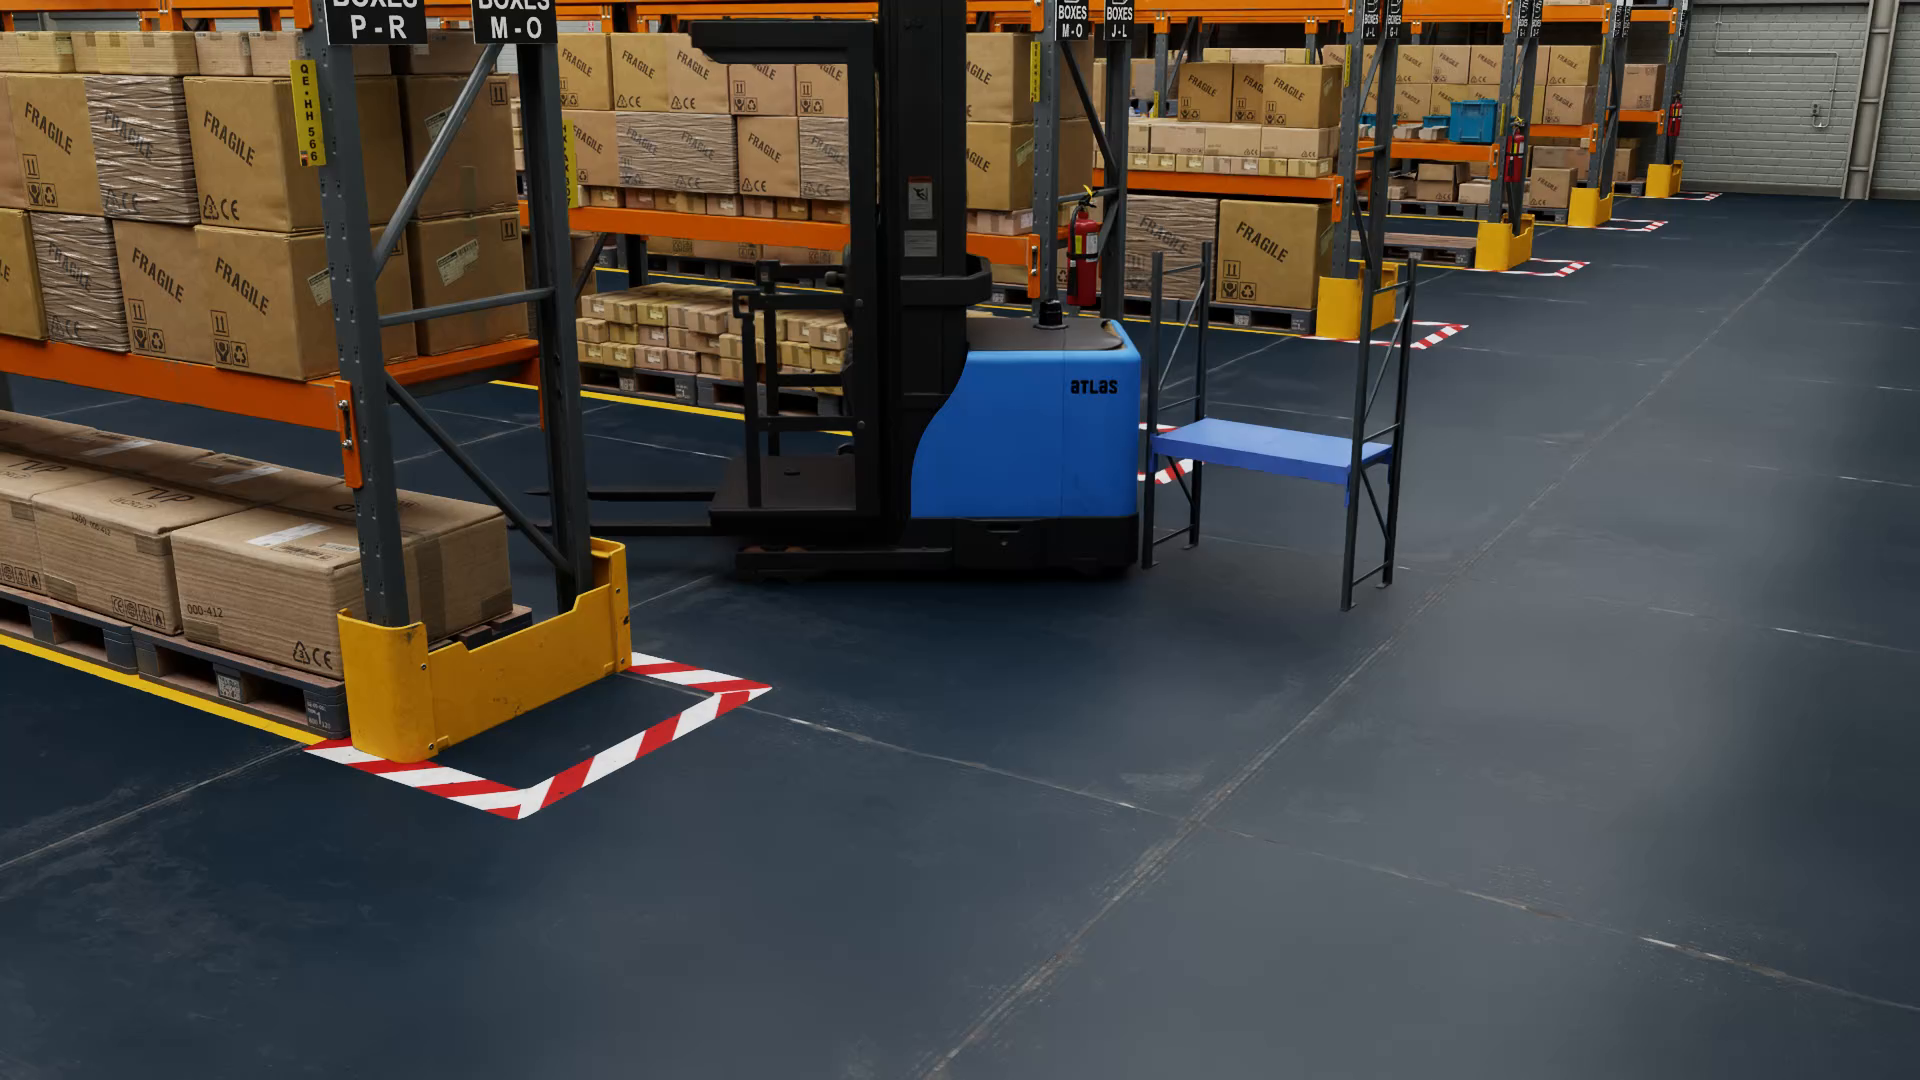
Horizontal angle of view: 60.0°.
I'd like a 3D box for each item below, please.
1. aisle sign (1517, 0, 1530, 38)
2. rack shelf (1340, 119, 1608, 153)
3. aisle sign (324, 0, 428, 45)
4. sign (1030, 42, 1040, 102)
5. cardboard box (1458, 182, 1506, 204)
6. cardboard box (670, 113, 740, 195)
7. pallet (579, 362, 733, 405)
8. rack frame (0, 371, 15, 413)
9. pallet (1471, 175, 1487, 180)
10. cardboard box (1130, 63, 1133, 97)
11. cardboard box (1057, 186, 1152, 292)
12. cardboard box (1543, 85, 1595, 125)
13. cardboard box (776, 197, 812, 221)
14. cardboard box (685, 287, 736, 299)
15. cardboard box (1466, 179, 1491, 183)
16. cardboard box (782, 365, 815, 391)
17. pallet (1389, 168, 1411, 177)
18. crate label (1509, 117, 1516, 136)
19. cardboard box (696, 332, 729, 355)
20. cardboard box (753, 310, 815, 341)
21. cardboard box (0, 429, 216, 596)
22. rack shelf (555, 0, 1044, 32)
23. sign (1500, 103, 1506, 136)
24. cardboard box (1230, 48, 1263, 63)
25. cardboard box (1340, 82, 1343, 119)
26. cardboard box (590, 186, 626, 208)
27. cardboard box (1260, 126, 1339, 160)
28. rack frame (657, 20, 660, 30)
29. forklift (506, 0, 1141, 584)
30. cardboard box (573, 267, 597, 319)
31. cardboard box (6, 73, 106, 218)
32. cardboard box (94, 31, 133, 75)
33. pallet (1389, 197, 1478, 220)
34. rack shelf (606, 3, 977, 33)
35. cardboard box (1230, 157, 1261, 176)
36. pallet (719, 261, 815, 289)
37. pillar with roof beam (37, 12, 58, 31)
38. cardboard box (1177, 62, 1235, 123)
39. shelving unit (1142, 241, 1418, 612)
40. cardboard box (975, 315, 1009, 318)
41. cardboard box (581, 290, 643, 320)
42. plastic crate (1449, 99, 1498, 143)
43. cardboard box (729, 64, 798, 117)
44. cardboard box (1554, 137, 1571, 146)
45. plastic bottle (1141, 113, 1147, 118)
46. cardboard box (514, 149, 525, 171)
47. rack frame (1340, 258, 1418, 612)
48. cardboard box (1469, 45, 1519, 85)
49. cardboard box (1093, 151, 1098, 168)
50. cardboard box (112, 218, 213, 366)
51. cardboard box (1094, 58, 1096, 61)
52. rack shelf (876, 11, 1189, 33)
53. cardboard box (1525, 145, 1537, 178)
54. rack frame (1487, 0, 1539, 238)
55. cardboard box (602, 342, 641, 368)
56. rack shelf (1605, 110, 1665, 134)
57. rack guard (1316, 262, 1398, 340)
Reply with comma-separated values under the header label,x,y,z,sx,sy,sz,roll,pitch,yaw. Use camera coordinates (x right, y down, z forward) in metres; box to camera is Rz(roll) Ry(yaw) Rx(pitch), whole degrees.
label,x,y,z,sx,sy,sz,roll,pitch,yaw
aisle sign,5.914,-5.662,17.387,0.004,0.787,0.394,10,20,30
rack shelf,6.897,-5.688,23.183,4.000,0.370,1.077,10,20,30
aisle sign,-1.874,-1.977,5.255,0.004,0.787,0.394,10,20,30
sign,0.424,-2.633,9.351,0.005,0.325,0.100,10,20,30
cardboard box,7.215,-4.796,22.984,0.500,0.250,0.500,10,20,30
cardboard box,-1.551,-2.564,10.976,0.500,0.500,0.500,10,19,29
pallet,-2.086,-1.243,12.109,1.213,0.211,1.003,10,20,30
rack frame,-5.181,-1.429,7.924,0.127,3.000,1.000,10,20,30
pallet,8.389,-6.094,28.081,1.213,0.211,1.003,10,20,30
cardboard box,2.380,-7.125,25.783,0.500,0.500,0.700,4,17,12
cardboard box,1.293,-2.810,15.406,0.875,0.875,0.875,10,20,30
cardboard box,8.077,-5.776,22.064,0.500,0.500,0.500,11,20,32
cardboard box,-0.980,-2.175,10.814,0.250,0.149,0.380,11,20,31
cardboard box,-1.783,-1.737,12.097,0.250,0.149,0.380,10,20,30
cardboard box,7.434,-4.928,23.416,0.500,0.250,0.500,10,20,30
cardboard box,-0.968,-1.107,11.046,0.250,0.149,0.380,11,20,31
pallet,7.085,-6.328,28.850,1.213,0.211,1.003,10,20,30
crate label,5.968,-4.569,18.447,0.303,0.233,0.416,10,20,30
cardboard box,-1.596,-1.381,11.438,0.250,0.149,0.380,11,20,33
cardboard box,-1.173,-1.444,11.133,0.250,0.149,0.380,10,20,30
cardboard box,-3.939,-0.146,7.386,0.875,0.438,0.875,9,19,28
rack shelf,-0.973,-3.457,10.678,4.000,0.370,1.077,10,20,30
sign,5.732,-4.441,17.559,0.005,0.325,0.100,10,20,30
cardboard box,5.084,-8.516,29.248,0.500,0.250,0.500,10,19,29
cardboard box,5.484,-6.239,23.588,0.500,0.500,0.500,11,20,31
cardboard box,-2.348,-2.405,11.570,0.250,0.149,0.380,11,20,32
cardboard box,2.862,-3.353,14.006,0.500,0.250,0.500,10,19,29
rack frame,-5.033,-8.161,30.088,0.127,3.000,1.000,10,20,30
forklift,-0.687,-1.356,7.801,3.031,2.935,1.130,0,17,-1
cardboard box,-3.168,-1.853,12.899,0.500,0.500,0.500,11,20,32
cardboard box,-3.189,-1.509,6.297,0.500,0.500,0.500,10,20,30
cardboard box,-2.869,-1.762,6.011,0.250,0.149,0.380,11,20,31
pallet,6.821,-4.712,23.530,1.213,0.211,1.003,10,20,30
rack shelf,-1.699,-5.279,16.674,4.000,0.370,1.077,10,20,30
cardboard box,2.501,-3.205,14.204,0.250,0.149,0.380,10,20,30
pallet,-1.736,-2.833,17.345,1.213,0.211,1.003,10,20,30
pillar with roof beam,-29.211,-15.864,45.124,0.400,9.000,9.100,10,20,30
cardboard box,2.275,-3.997,14.836,0.500,0.500,0.500,10,19,29
shelving unit,1.437,-0.550,7.612,1.048,1.500,0.538,12,21,35
cardboard box,0.165,-1.359,10.854,0.250,0.149,0.380,11,20,31
cardboard box,-2.492,-1.688,11.936,0.250,0.149,0.380,11,20,32
plastic crate,5.623,-4.552,18.041,0.499,0.435,0.616,10,20,30
cardboard box,-1.120,-2.972,10.600,0.500,0.500,0.500,9,19,28
cardboard box,9.891,-6.536,27.200,0.250,0.149,0.380,10,20,31
plastic bottle,2.286,-5.210,20.713,0.097,0.201,0.097,0,17,0
cardboard box,-3.119,-2.762,12.024,0.250,0.149,0.380,10,19,29
rack frame,1.844,-0.461,7.320,0.032,1.500,0.500,12,21,35
cardboard box,7.203,-6.408,22.423,0.500,0.500,0.500,11,20,32
cardboard box,1.188,-3.439,14.973,0.250,0.149,0.380,10,20,31
cardboard box,-2.742,-0.956,6.196,0.500,0.500,0.500,10,19,29
cardboard box,2.431,-8.774,31.175,0.500,0.500,0.700,13,21,38
rack shelf,0.893,-6.505,20.713,4.000,0.370,1.077,10,20,30
cardboard box,9.228,-6.273,27.451,0.500,0.500,0.700,11,20,31
rack frame,6.006,-4.502,18.040,0.127,3.000,1.000,10,20,30
cardboard box,-2.308,-1.332,11.787,0.250,0.149,0.380,11,20,32
rack shelf,9.486,-6.915,27.223,4.000,0.370,1.077,10,20,30
rack guard,3.434,-2.075,14.353,0.348,0.500,1.175,10,20,30
